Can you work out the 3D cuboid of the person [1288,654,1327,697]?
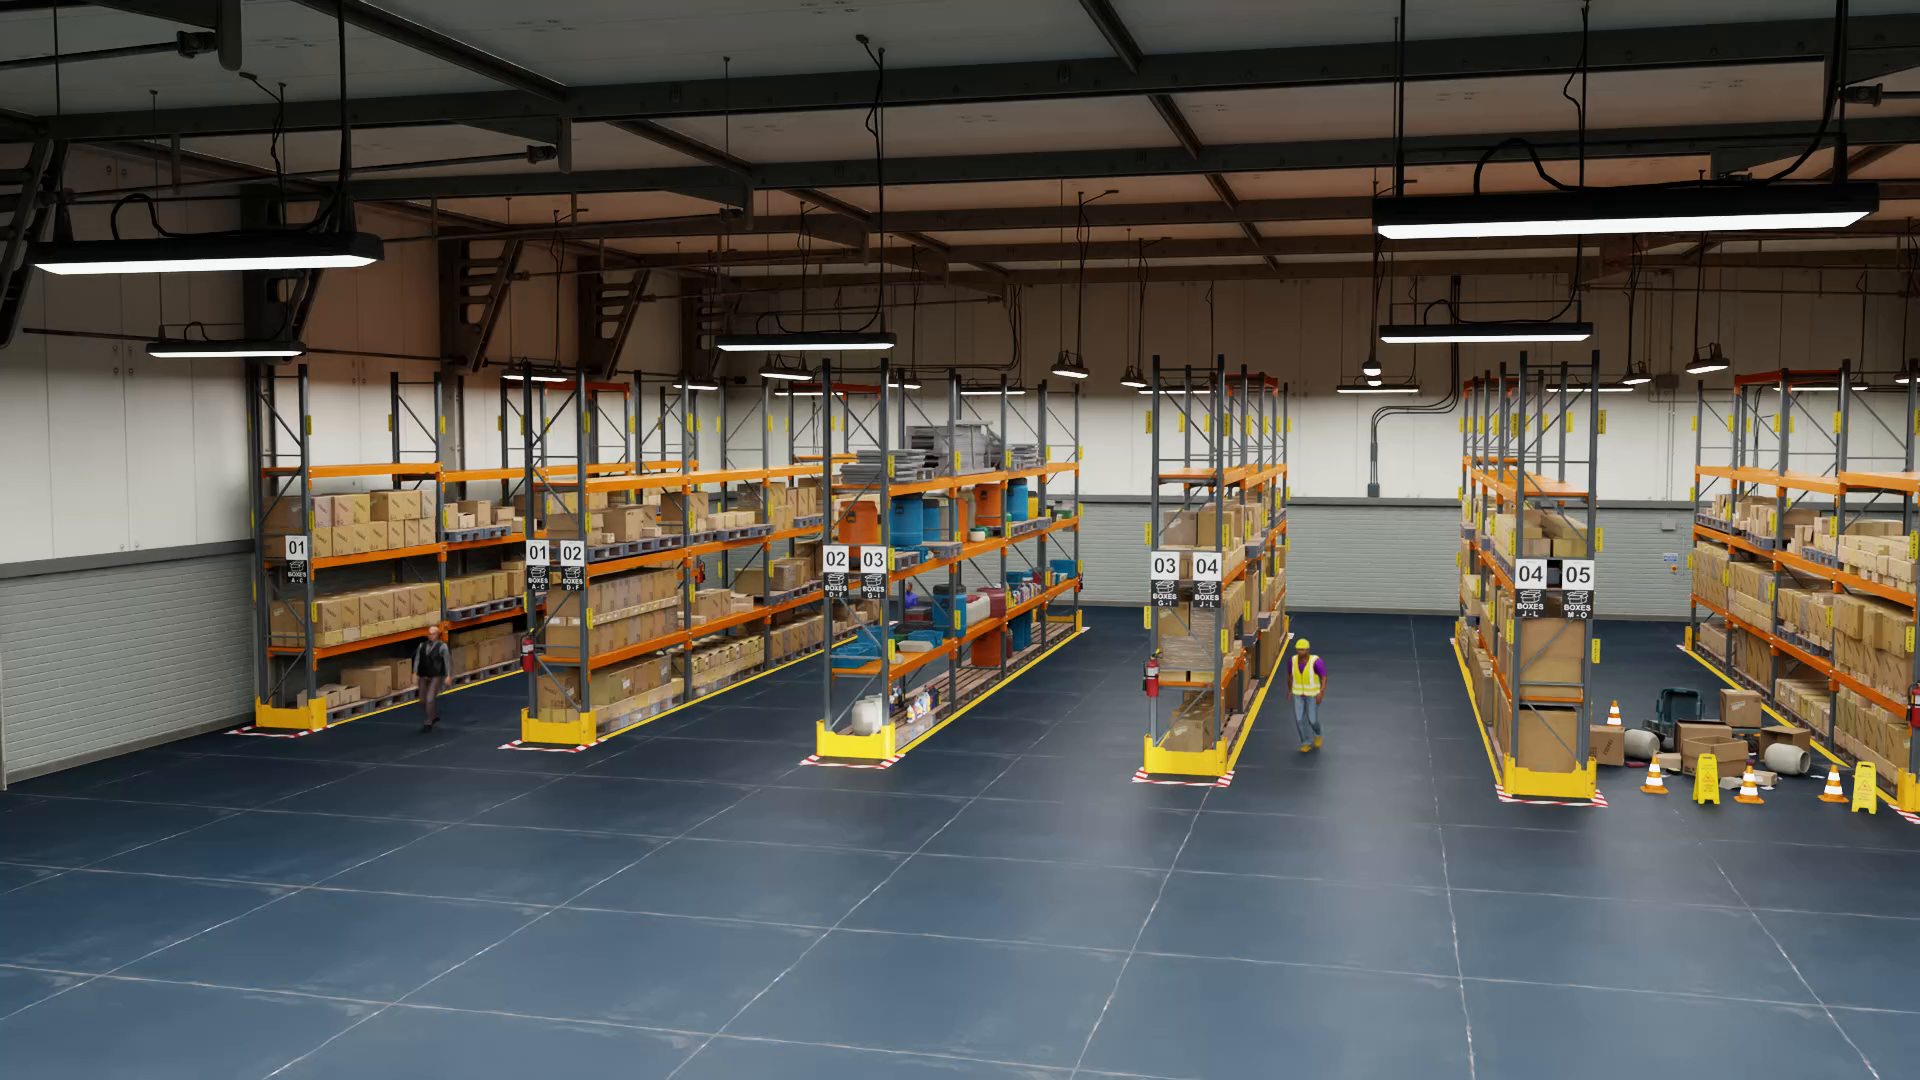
[{"bbox_3d":[5.308,2.071,25.498,0.623,0.652,0.378,2,5,30],"label":"person"}]

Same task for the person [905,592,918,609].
[{"bbox_3d":[-1.139,1.813,35.789,0.470,1.410,0.979,2,4,23],"label":"person"}]
